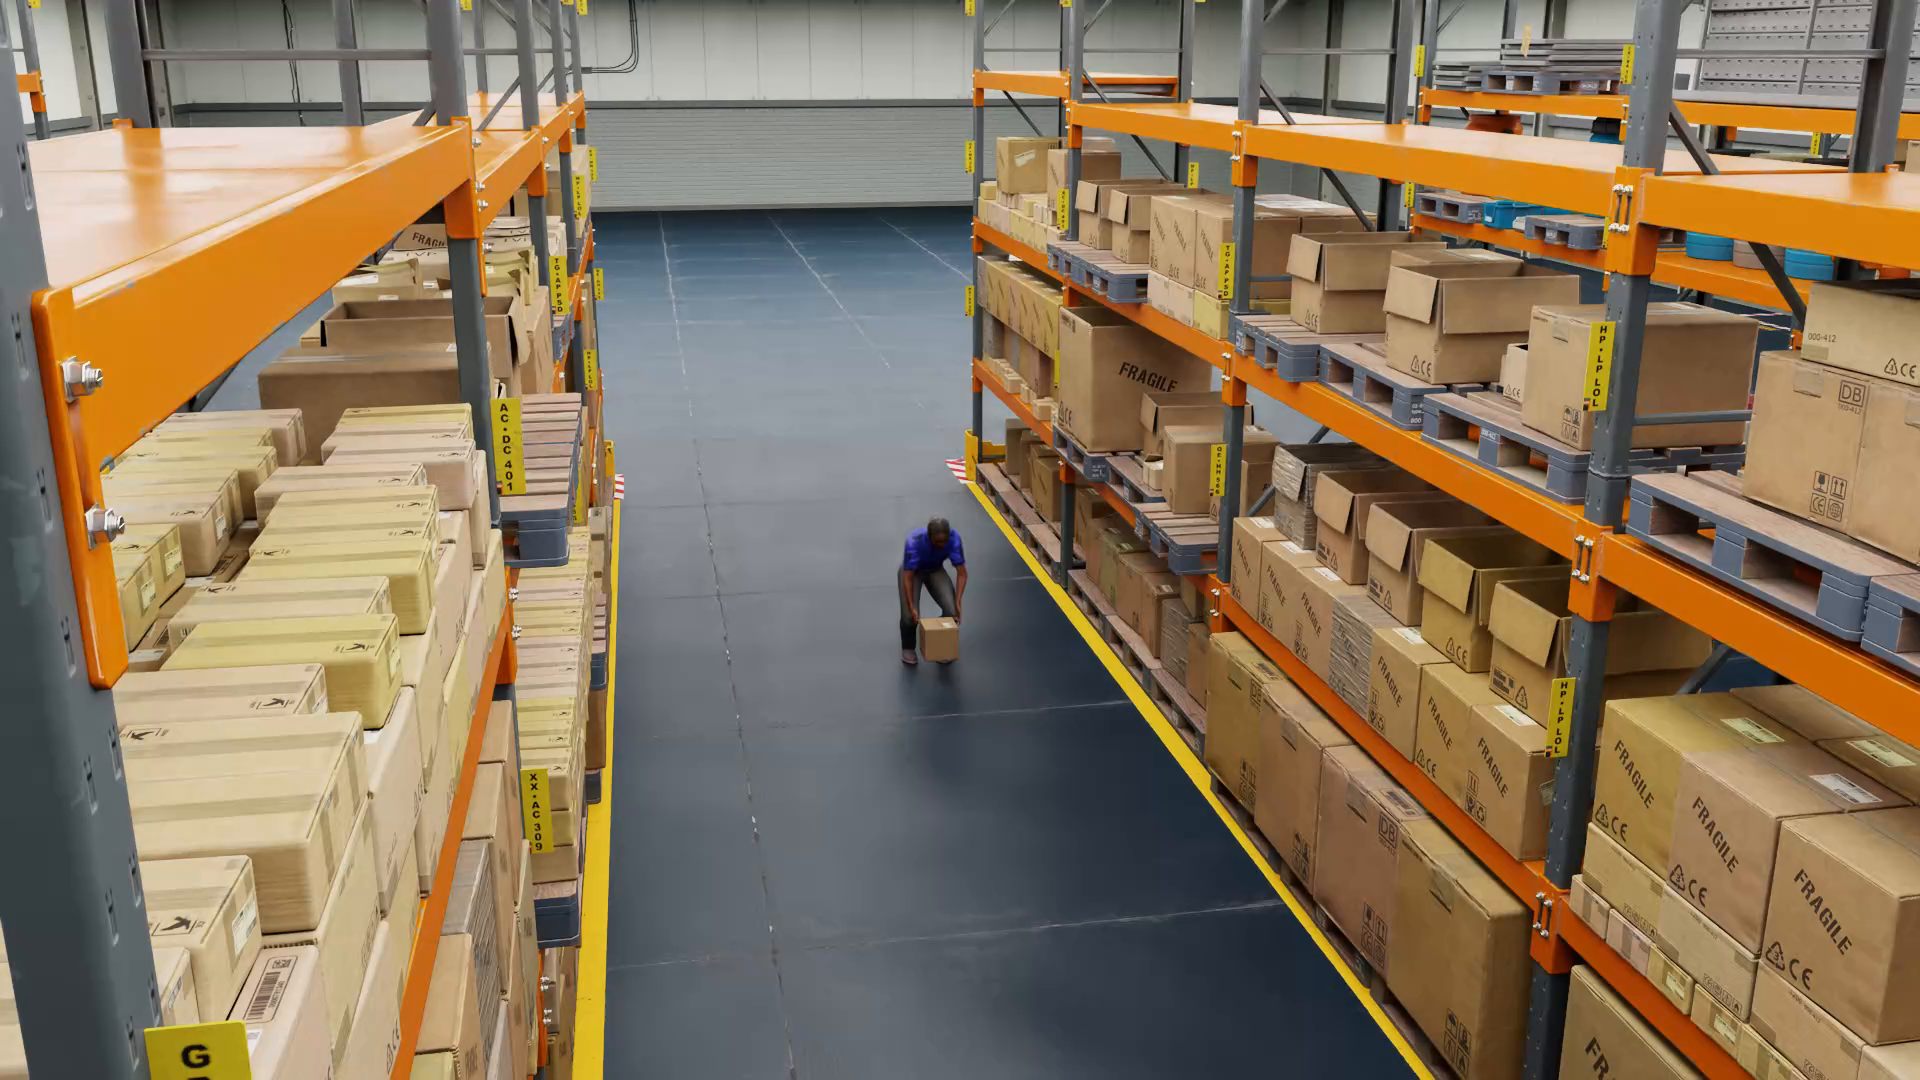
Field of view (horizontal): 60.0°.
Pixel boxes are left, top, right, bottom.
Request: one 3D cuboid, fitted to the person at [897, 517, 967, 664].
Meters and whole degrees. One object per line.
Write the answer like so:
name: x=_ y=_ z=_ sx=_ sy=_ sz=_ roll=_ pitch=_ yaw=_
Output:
person: x=-0.215 y=0.345 z=12.661 sx=0.501 sy=1.223 sz=0.706 roll=-3 pitch=17 yaw=-10
